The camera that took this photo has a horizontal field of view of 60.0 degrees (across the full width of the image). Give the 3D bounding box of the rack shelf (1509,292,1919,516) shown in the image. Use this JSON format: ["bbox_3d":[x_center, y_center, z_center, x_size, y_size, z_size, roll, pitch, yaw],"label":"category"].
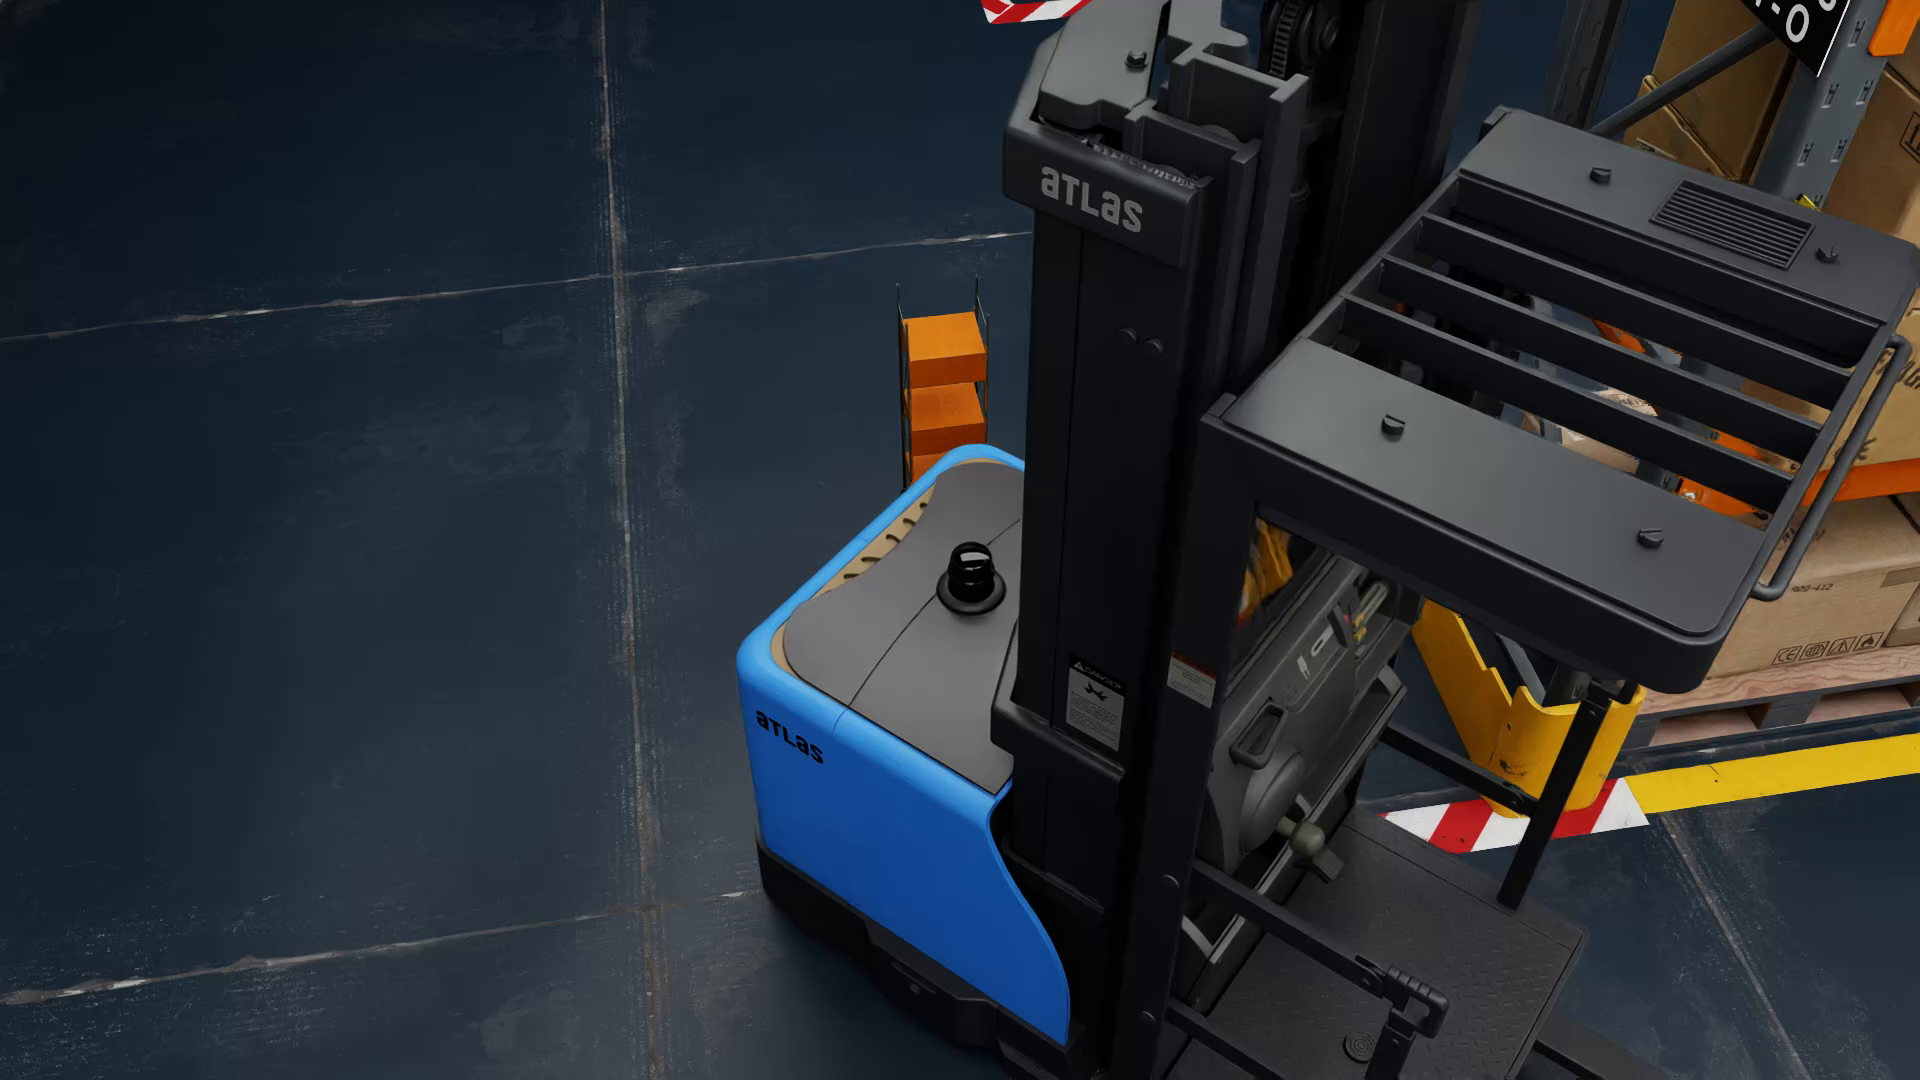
[{"bbox_3d":[3.657,-0.639,4.782,4.000,0.370,1.077,-7,46,-7],"label":"rack shelf"}]

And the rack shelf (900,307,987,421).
[{"bbox_3d":[-0.053,-0.547,5.169,0.240,0.259,0.215,-7,46,-7],"label":"rack shelf"}]

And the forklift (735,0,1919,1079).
[{"bbox_3d":[0.925,0.349,3.378,3.031,2.935,1.130,28,52,24],"label":"forklift"}]

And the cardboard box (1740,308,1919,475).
[{"bbox_3d":[2.208,-0.533,4.111,0.500,0.500,0.500,-7,47,-7],"label":"cardboard box"}]

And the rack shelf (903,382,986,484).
[{"bbox_3d":[-0.053,-0.350,5.373,0.240,0.259,0.215,-7,46,-7],"label":"rack shelf"}]

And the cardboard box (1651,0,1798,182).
[{"bbox_3d":[2.120,-1.253,4.110,0.500,0.500,0.500,-6,46,-5],"label":"cardboard box"}]

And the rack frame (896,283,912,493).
[{"bbox_3d":[-0.173,-0.343,5.351,0.008,1.050,0.200,-7,46,-7],"label":"rack frame"}]

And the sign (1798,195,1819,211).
[{"bbox_3d":[1.775,-0.576,3.566,0.005,0.325,0.100,-7,46,-7],"label":"sign"}]

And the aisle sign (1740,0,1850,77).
[{"bbox_3d":[1.665,-1.330,3.143,0.004,0.787,0.394,-7,46,-7],"label":"aisle sign"}]

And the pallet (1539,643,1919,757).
[{"bbox_3d":[2.461,0.171,5.439,1.213,0.211,1.003,-7,46,-7],"label":"pallet"}]

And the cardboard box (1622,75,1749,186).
[{"bbox_3d":[2.116,-0.925,4.488,0.500,0.500,0.500,-7,46,-7],"label":"cardboard box"}]

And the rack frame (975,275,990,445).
[{"bbox_3d":[0.067,-0.373,5.380,0.008,1.050,0.200,-7,46,-7],"label":"rack frame"}]

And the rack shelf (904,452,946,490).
[{"bbox_3d":[-0.053,-0.158,5.573,0.240,0.259,0.215,-7,46,-7],"label":"rack shelf"}]

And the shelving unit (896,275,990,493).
[{"bbox_3d":[-0.053,-0.358,5.366,0.252,1.050,0.215,-7,46,-7],"label":"shelving unit"}]

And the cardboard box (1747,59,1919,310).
[{"bbox_3d":[2.208,-0.881,3.752,0.500,0.500,0.500,-8,47,-8],"label":"cardboard box"}]

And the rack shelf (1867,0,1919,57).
[{"bbox_3d":[3.657,-1.680,3.702,4.000,0.370,1.077,-7,46,-7],"label":"rack shelf"}]

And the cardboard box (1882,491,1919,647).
[{"bbox_3d":[3.220,-0.170,5.318,0.875,0.438,0.875,-6,46,-6],"label":"cardboard box"}]

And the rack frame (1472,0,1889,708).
[{"bbox_3d":[1.686,-0.643,4.286,0.127,3.000,1.000,-7,46,-7],"label":"rack frame"}]

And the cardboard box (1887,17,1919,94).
[{"bbox_3d":[2.083,-1.097,3.509,0.250,0.149,0.380,-6,46,-6],"label":"cardboard box"}]

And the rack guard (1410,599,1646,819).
[{"bbox_3d":[1.662,0.227,5.184,0.348,0.500,1.175,-7,46,-7],"label":"rack guard"}]

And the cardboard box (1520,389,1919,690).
[{"bbox_3d":[2.319,-0.052,5.204,0.875,0.438,0.875,-9,47,-8],"label":"cardboard box"}]
